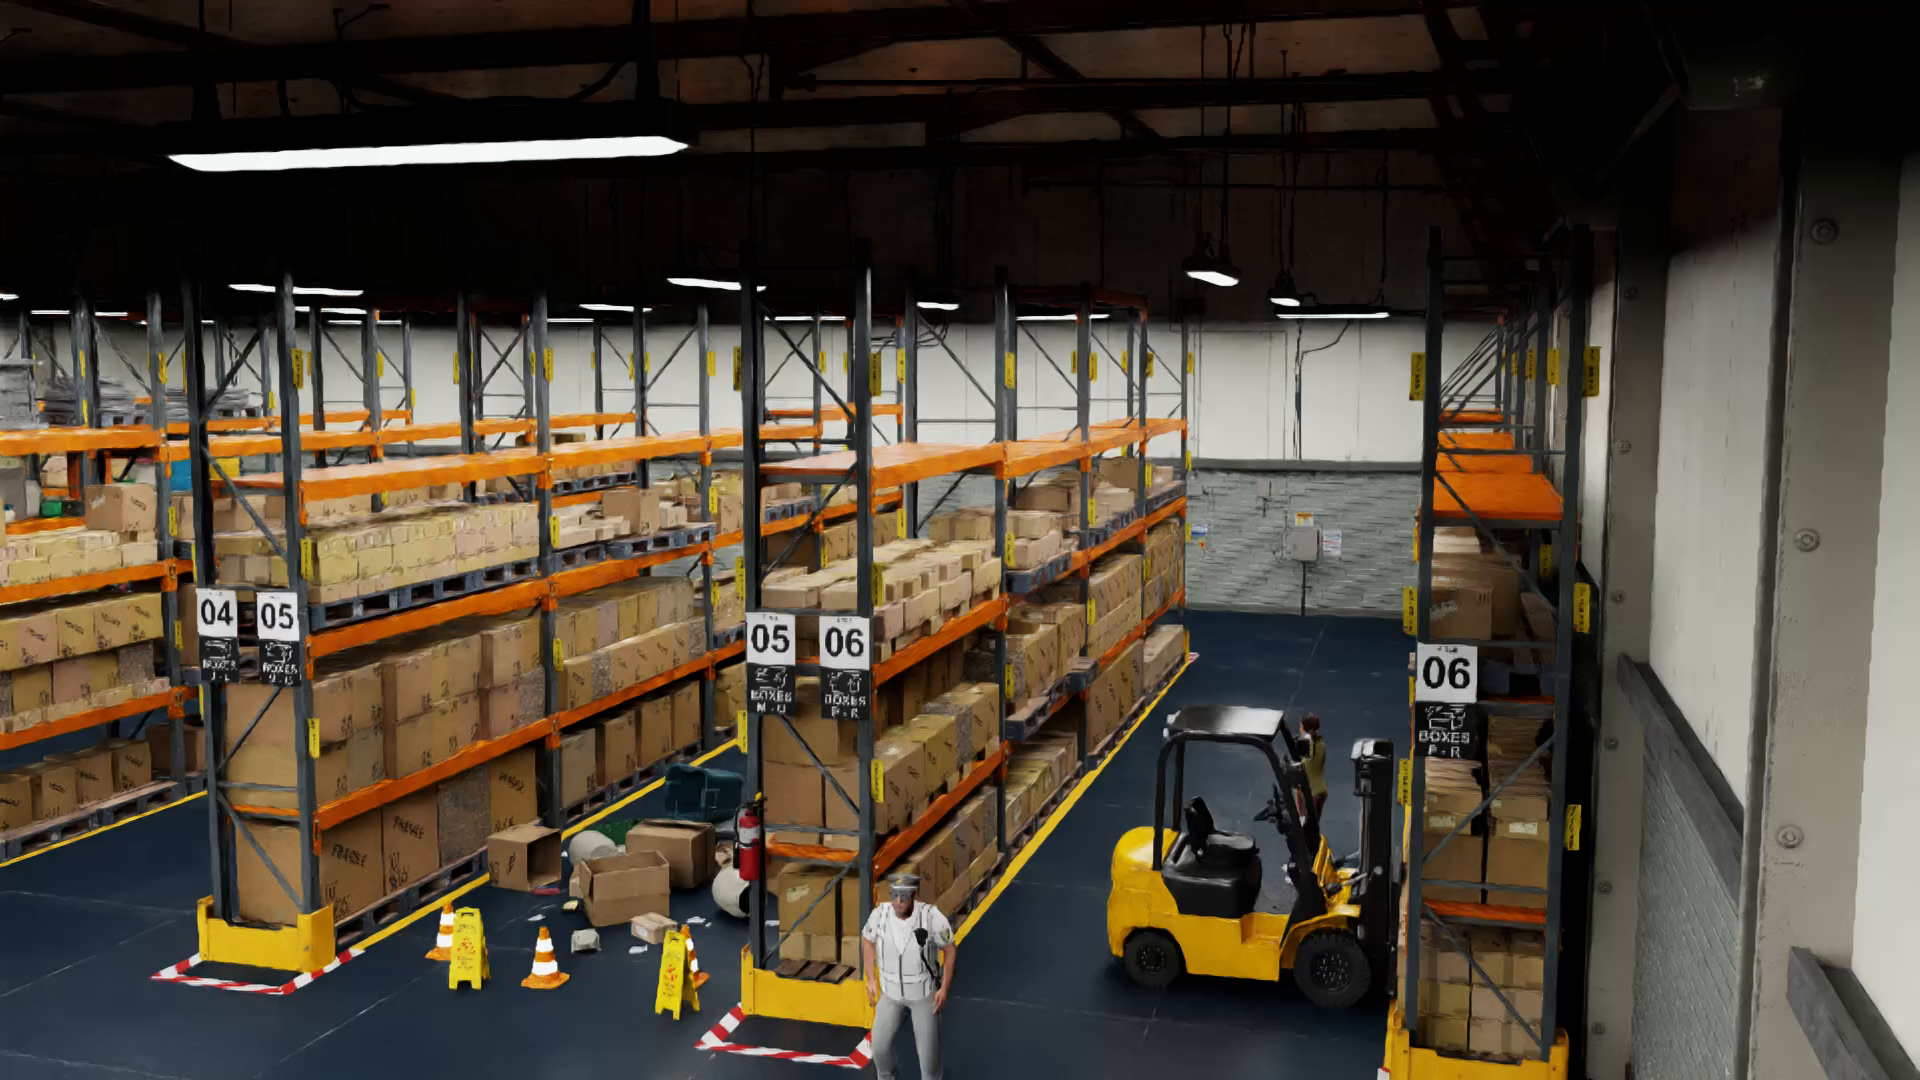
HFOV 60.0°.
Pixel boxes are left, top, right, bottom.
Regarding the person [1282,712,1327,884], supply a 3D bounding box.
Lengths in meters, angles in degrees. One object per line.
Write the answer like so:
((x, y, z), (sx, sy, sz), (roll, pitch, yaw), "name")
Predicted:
((3.365, 2.519, 16.296), (0.493, 1.643, 0.476), (-6, 9, -44), "person")

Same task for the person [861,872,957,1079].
((-0.354, 3.053, 11.371), (0.682, 1.715, 0.536), (2, 7, 14), "person")
